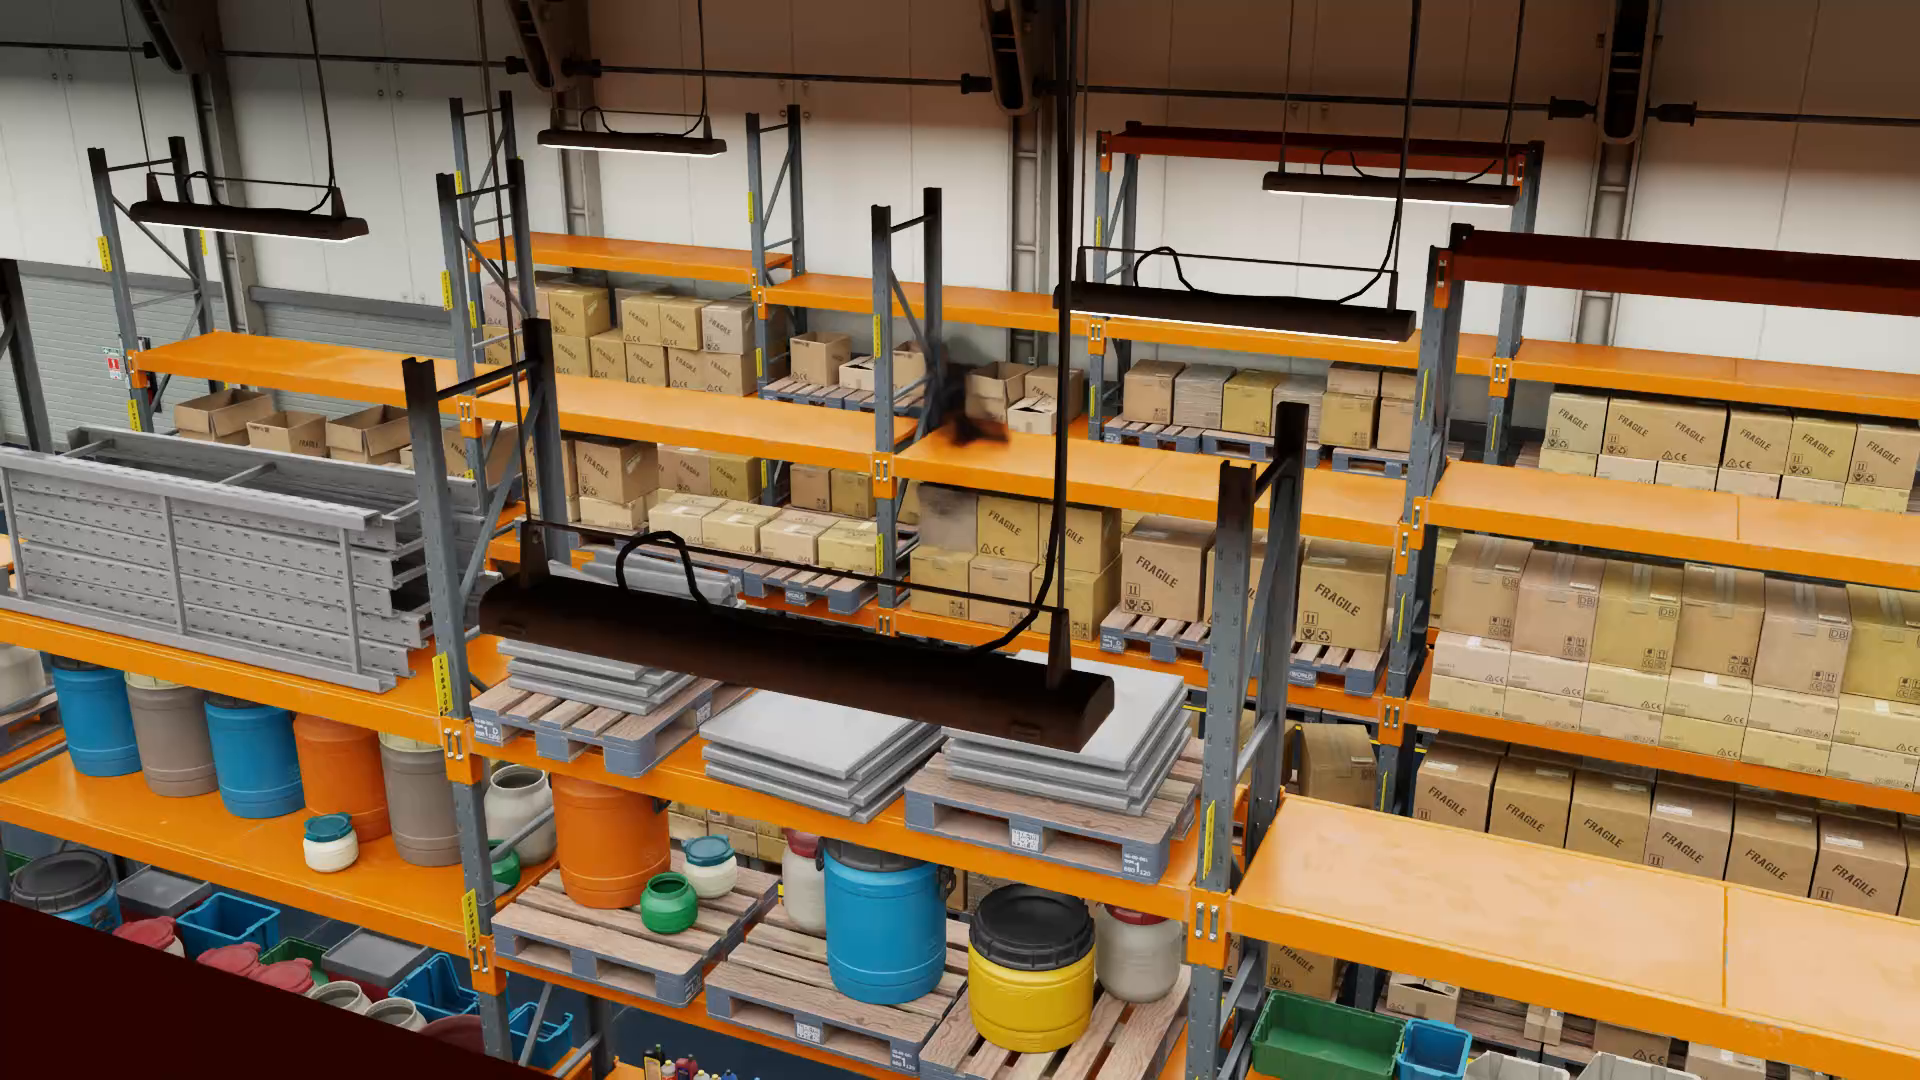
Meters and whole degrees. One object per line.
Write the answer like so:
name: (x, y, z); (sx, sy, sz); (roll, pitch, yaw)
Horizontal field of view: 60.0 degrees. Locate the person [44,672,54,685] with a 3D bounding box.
person: (-9.867, 1.075, 17.453); (0.773, 1.725, 0.577); (-11, 23, -27)
